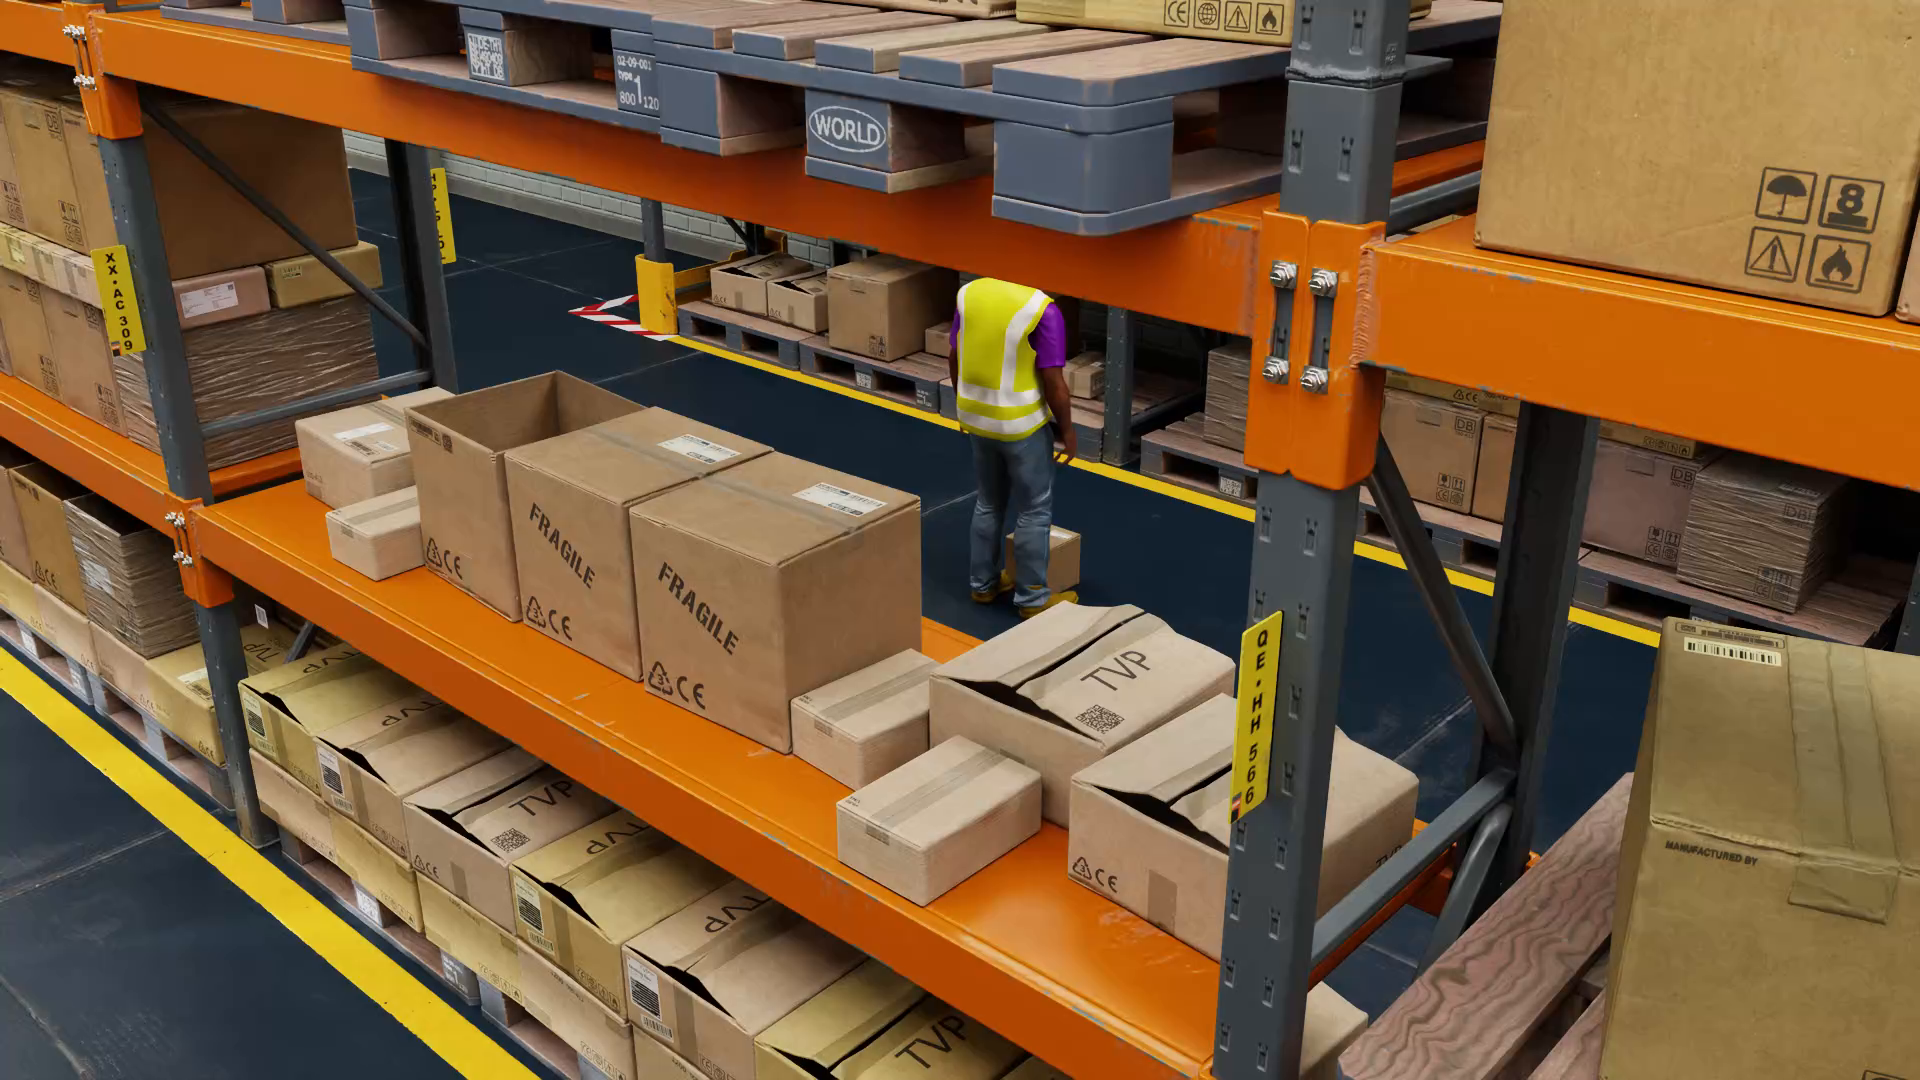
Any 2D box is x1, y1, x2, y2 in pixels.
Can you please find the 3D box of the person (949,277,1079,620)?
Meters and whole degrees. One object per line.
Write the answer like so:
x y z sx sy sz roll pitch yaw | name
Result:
0.232 -0.531 7.283 0.638 1.761 0.457 19 30 37 | person
